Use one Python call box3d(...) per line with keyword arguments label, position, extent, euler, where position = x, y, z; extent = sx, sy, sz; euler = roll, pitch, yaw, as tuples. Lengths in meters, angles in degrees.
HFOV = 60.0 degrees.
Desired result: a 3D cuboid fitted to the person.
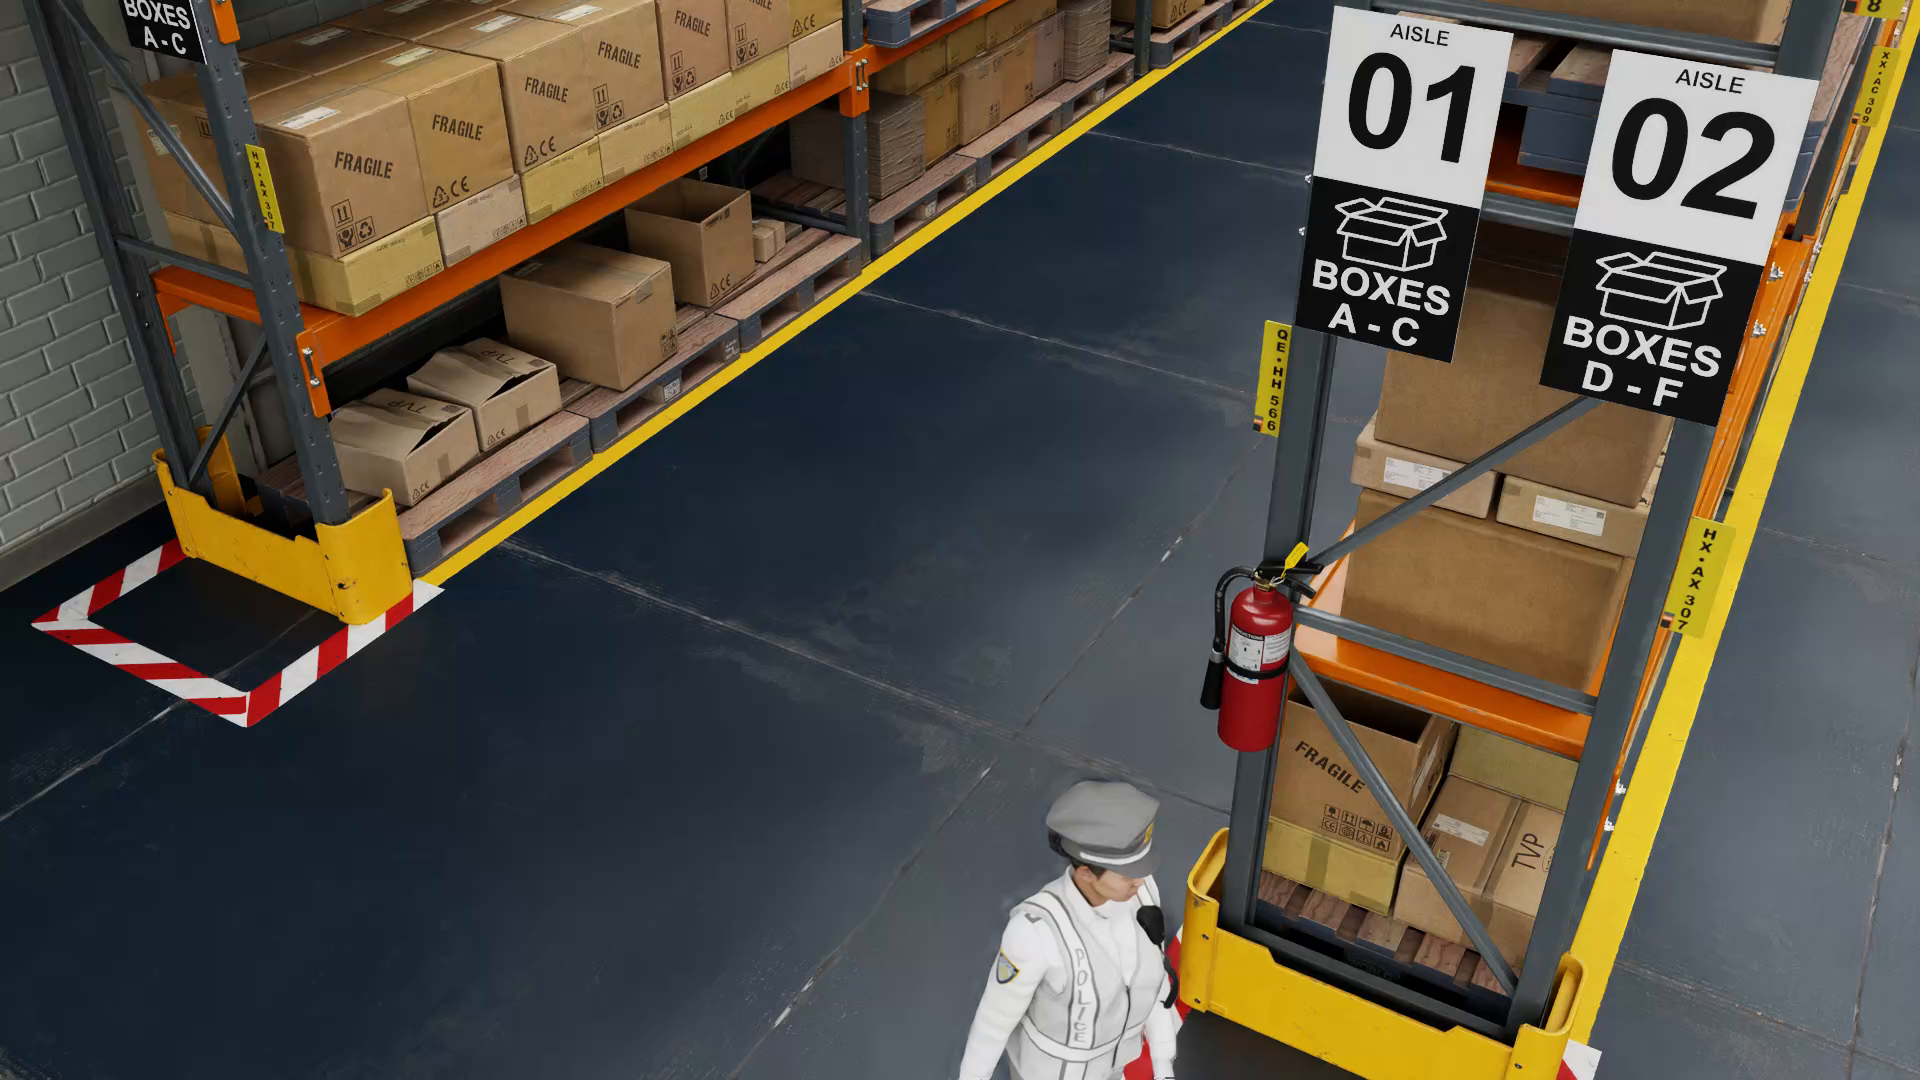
box3d(label="person", position=(0.324, 1.364, 4.164), extent=(0.556, 1.699, 0.660), euler=(-26, 42, -33))
